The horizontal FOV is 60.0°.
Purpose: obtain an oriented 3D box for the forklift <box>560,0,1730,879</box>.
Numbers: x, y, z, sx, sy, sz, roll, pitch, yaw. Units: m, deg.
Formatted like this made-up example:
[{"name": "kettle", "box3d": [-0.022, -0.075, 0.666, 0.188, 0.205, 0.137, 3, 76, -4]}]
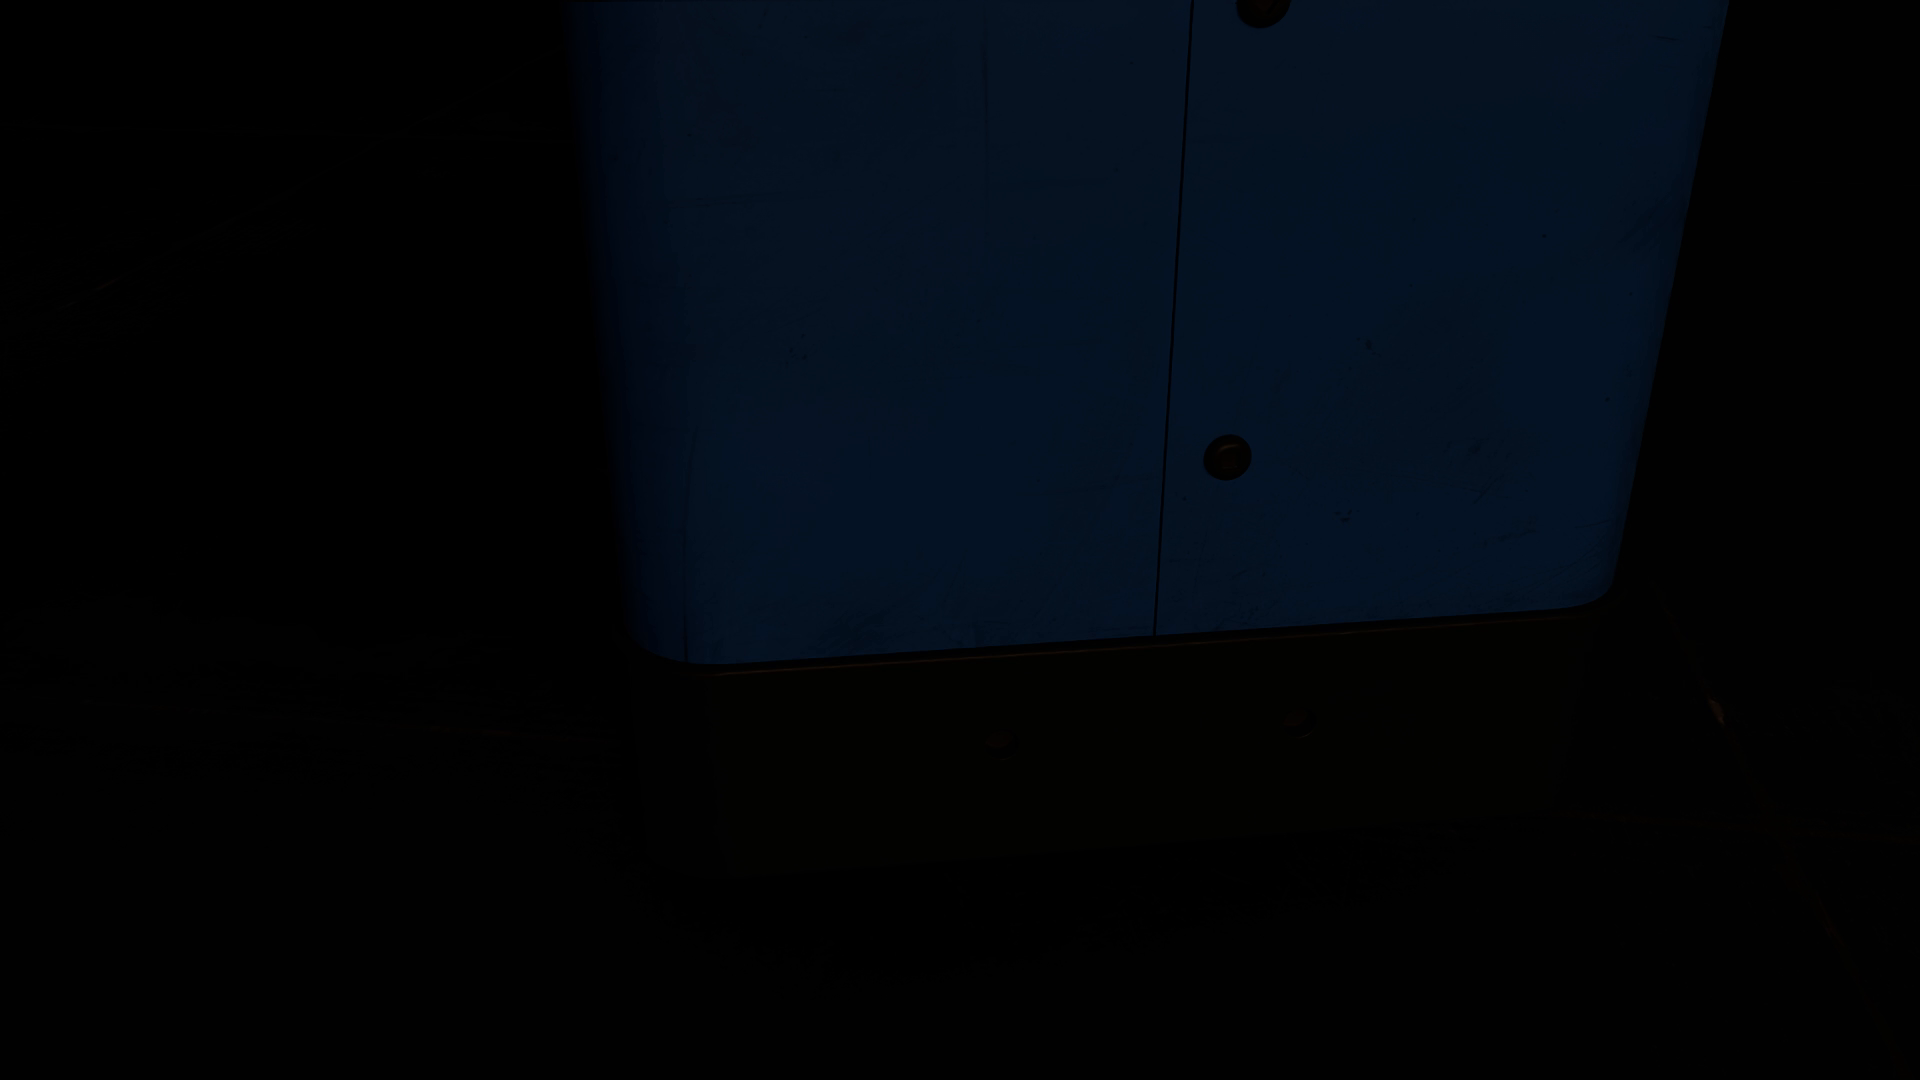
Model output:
[{"name": "forklift", "box3d": [-0.007, -1.603, 2.430, 1.130, 2.935, 3.031, -3, 27, -7]}]
